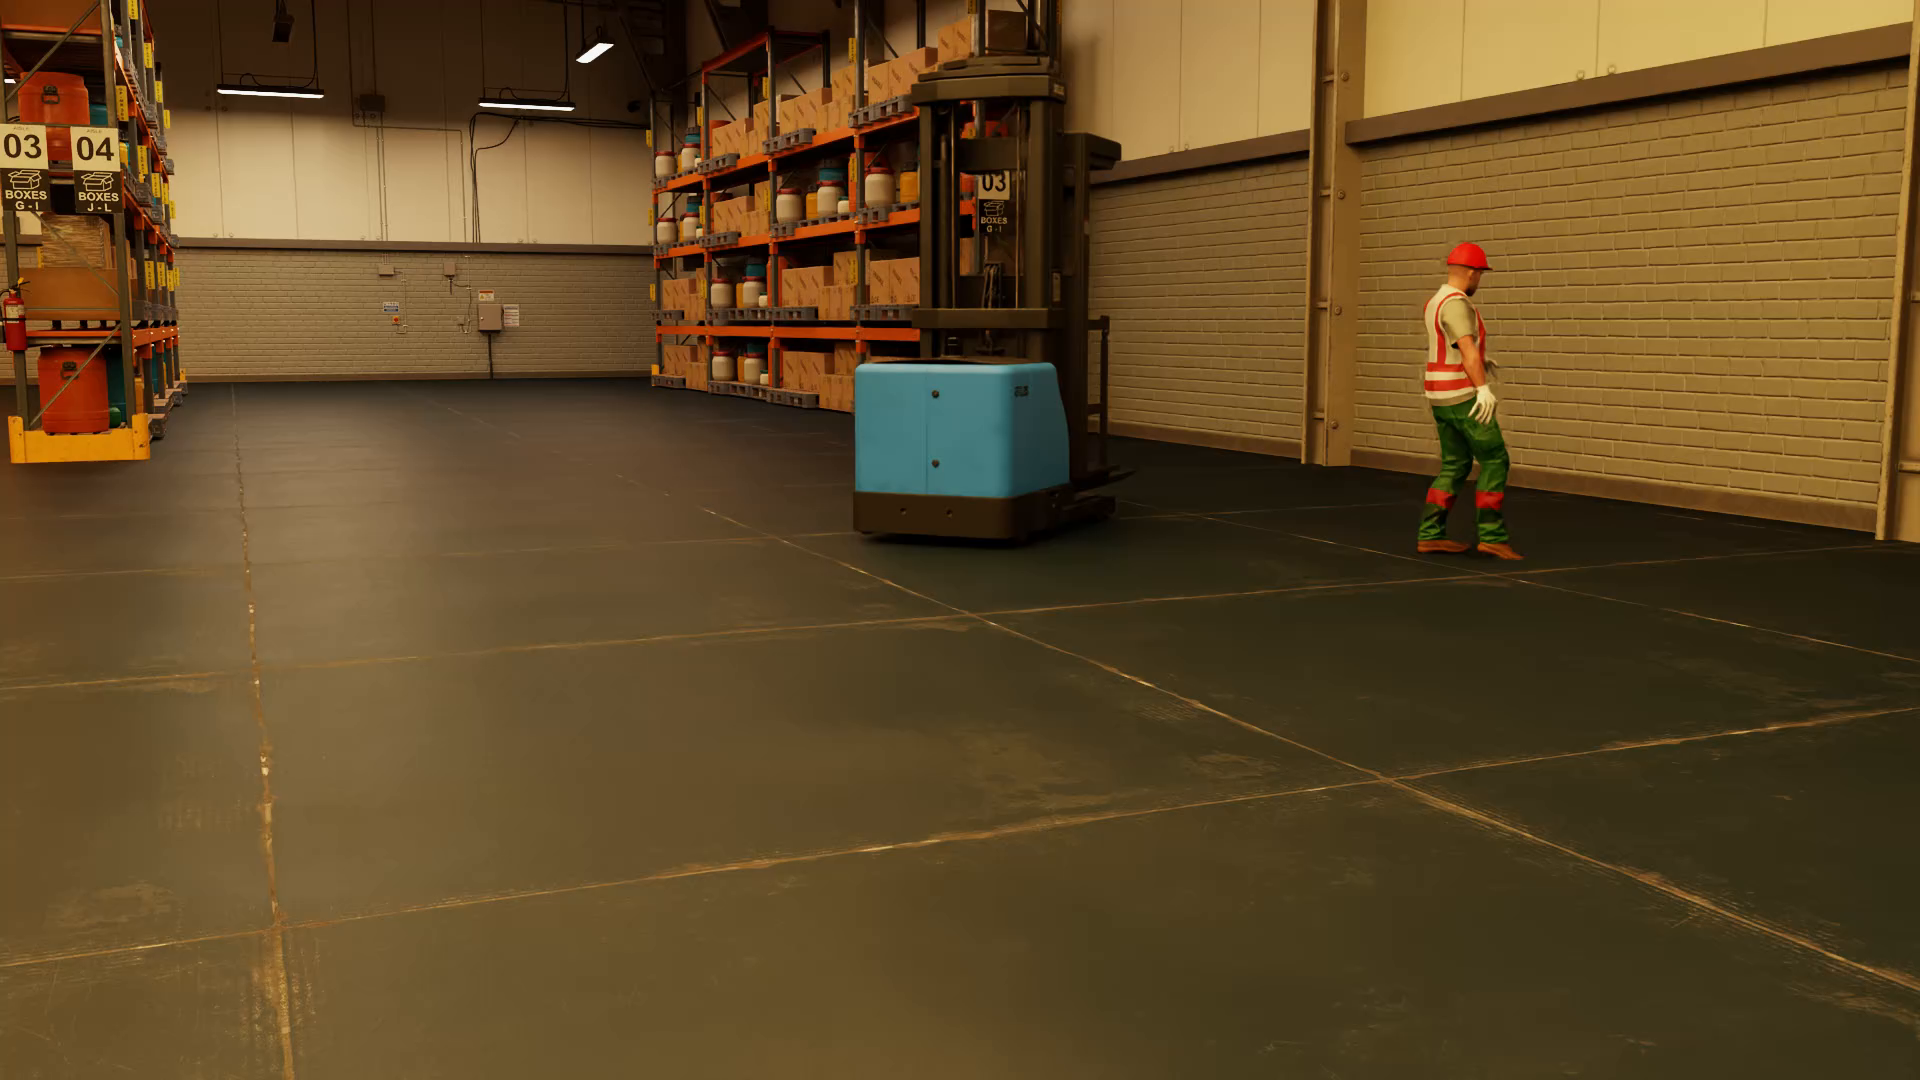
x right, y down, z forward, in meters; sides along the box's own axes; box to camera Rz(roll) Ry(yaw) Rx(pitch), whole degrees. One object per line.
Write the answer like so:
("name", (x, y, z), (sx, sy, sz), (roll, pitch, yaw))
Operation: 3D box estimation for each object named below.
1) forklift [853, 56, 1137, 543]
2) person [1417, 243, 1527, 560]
("forklift", (0.406, -1.591, 11.009), (1.130, 2.935, 3.031), (3, 8, 23))
("person", (2.929, -0.766, 9.418), (0.578, 1.807, 1.008), (0, 8, 3))
